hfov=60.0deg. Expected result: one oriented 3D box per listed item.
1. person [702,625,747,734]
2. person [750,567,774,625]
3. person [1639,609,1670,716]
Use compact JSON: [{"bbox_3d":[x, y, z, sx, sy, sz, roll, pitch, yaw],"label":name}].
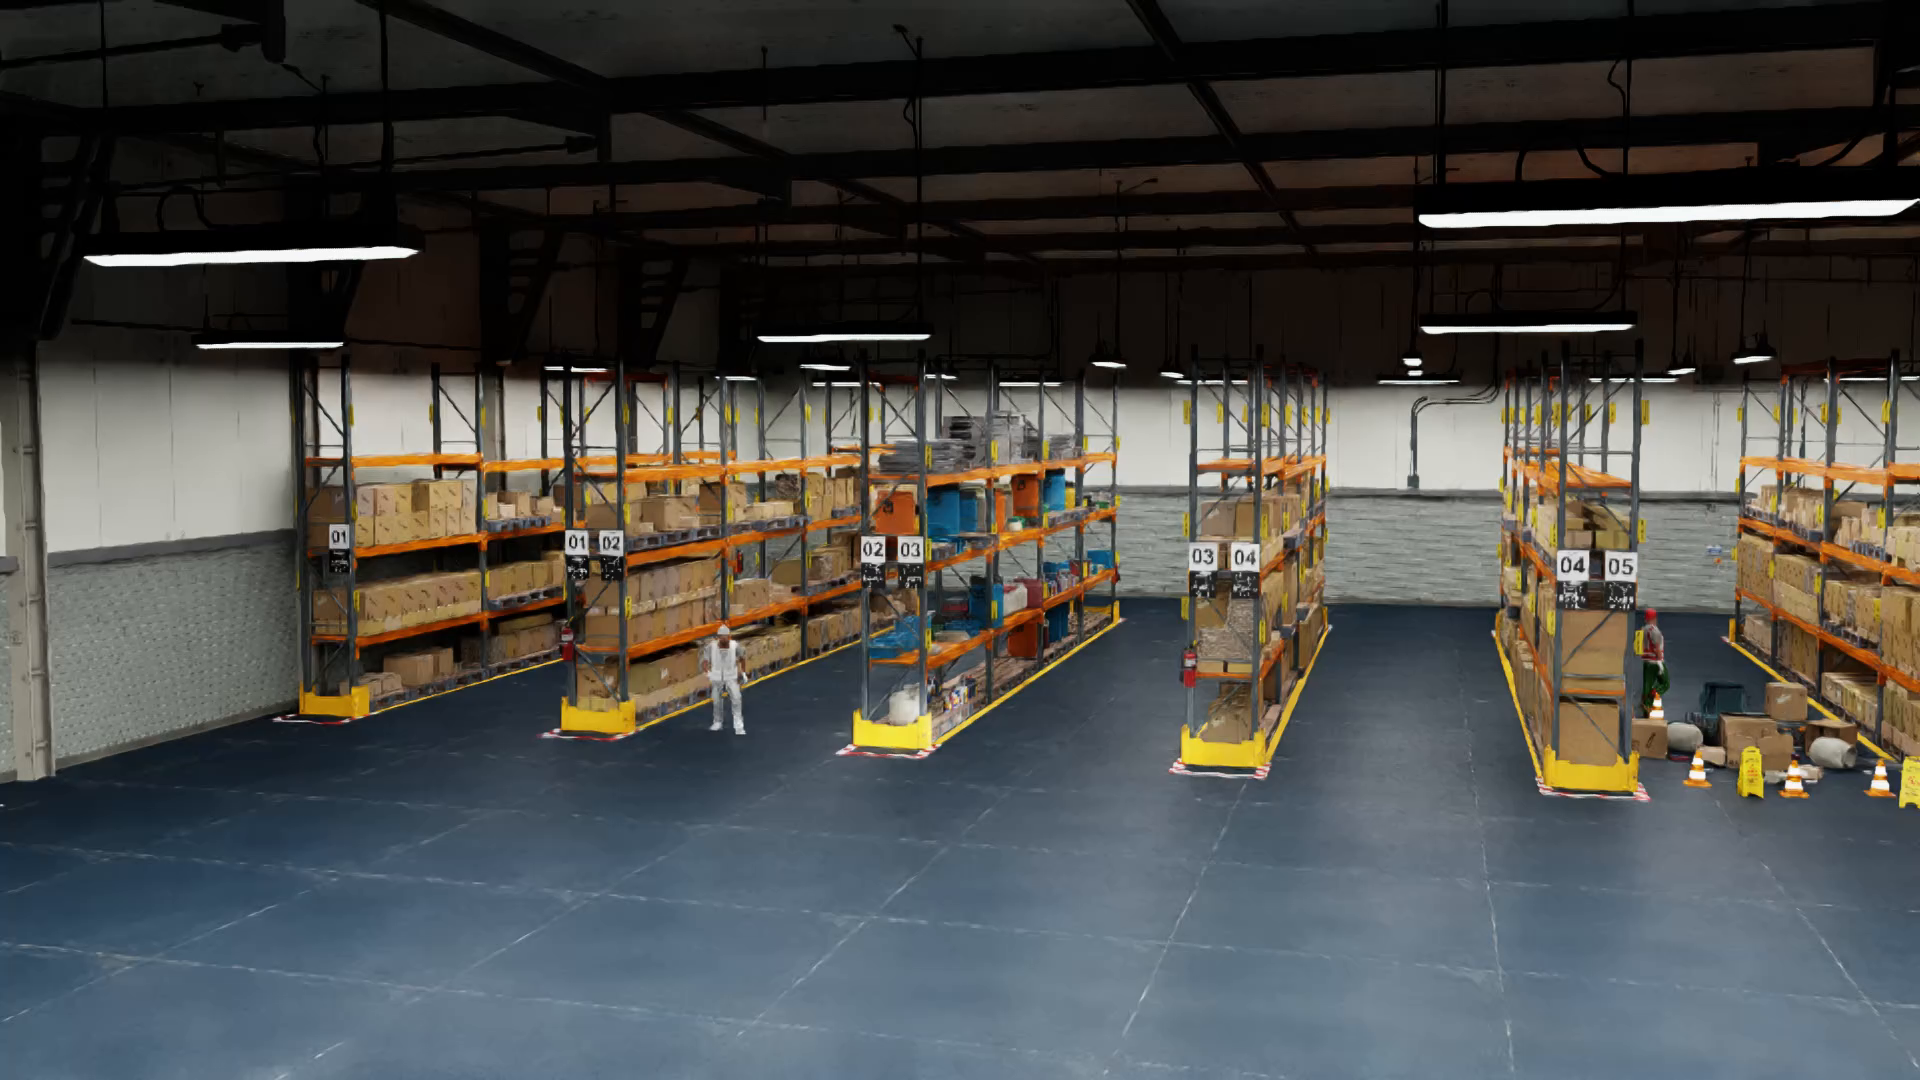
[{"bbox_3d":[-3.693,2.174,26.162,0.706,1.714,0.828,0,4,-2],"label":"person"},{"bbox_3d":[-4.555,1.382,38.366,0.478,1.464,1.082,1,4,13],"label":"person"},{"bbox_3d":[11.491,2.037,27.635,0.444,1.786,0.598,-1,4,-8],"label":"person"}]
